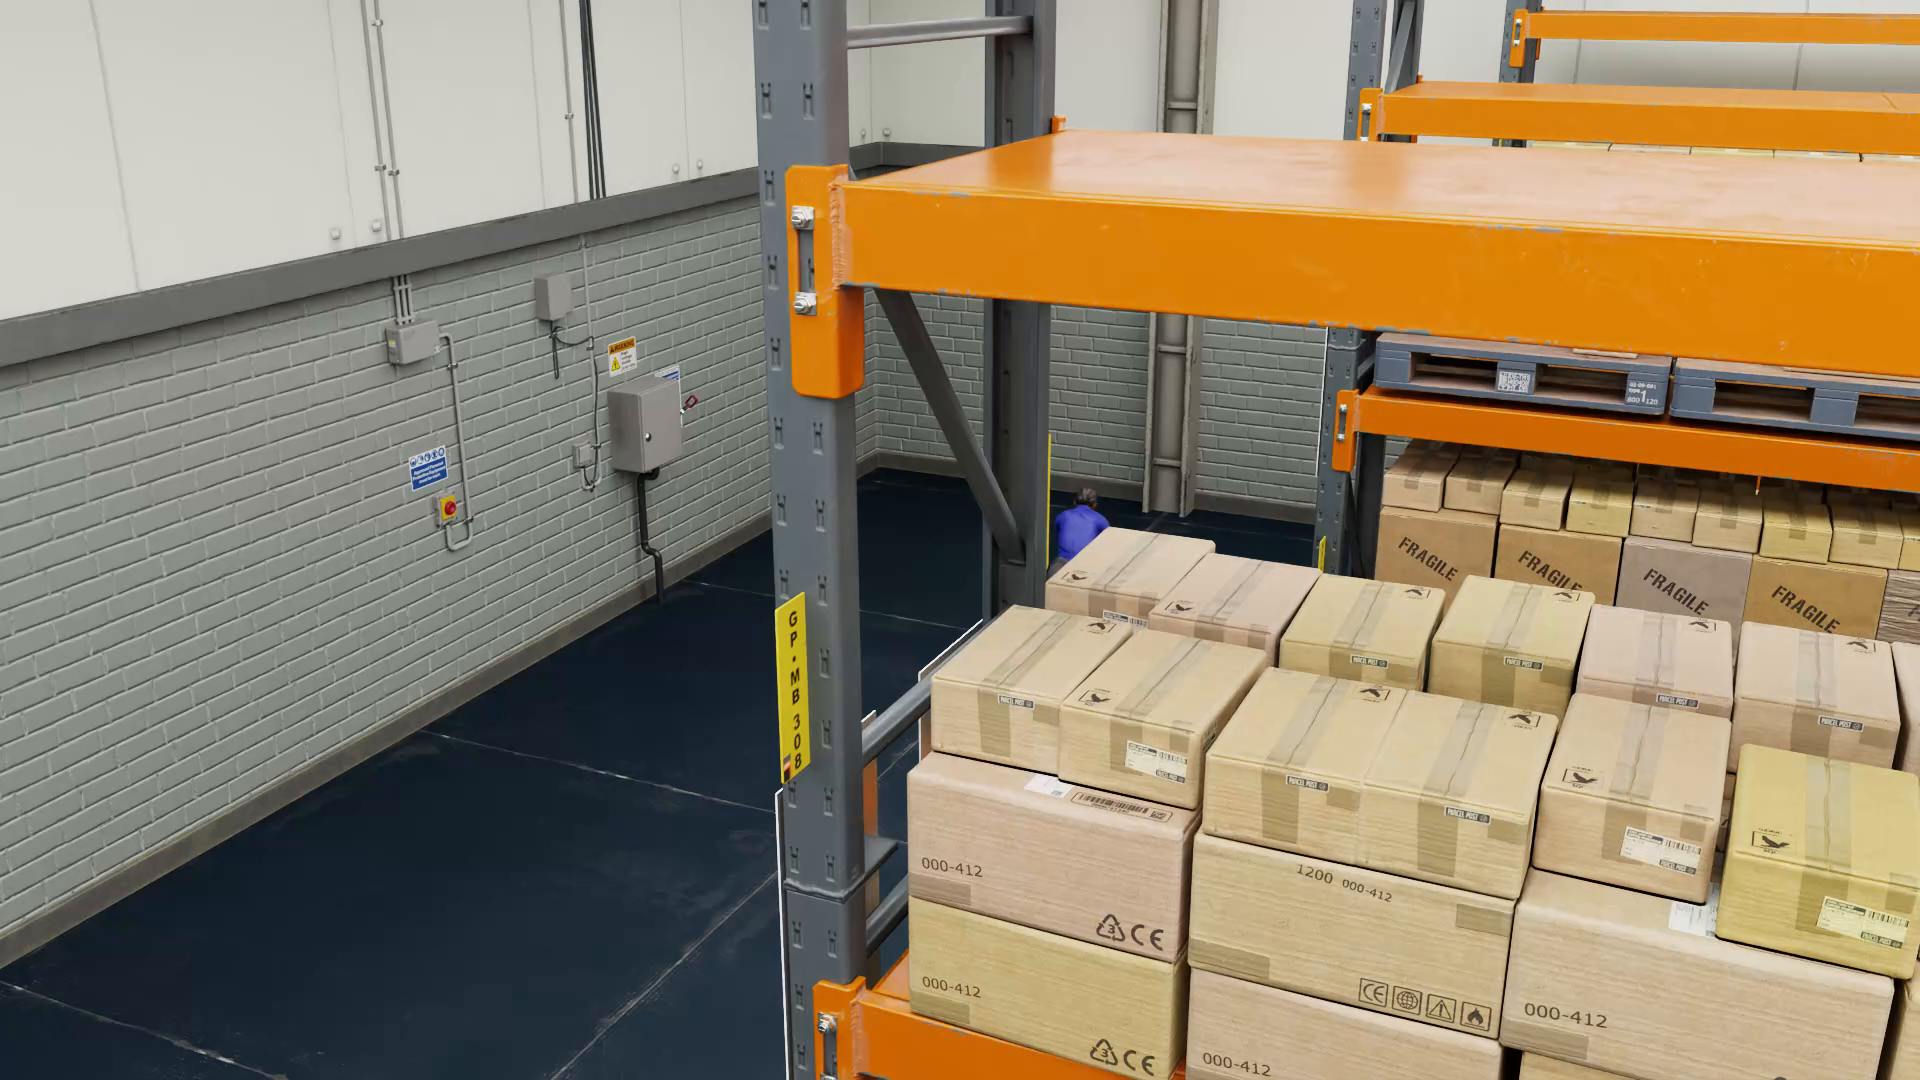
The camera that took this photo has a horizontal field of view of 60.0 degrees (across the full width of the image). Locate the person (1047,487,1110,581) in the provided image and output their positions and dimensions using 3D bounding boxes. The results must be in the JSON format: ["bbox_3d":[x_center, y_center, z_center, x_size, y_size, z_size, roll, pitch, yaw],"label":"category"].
[{"bbox_3d":[0.892,0.147,12.240,0.458,0.960,0.813,8,21,22],"label":"person"}]
